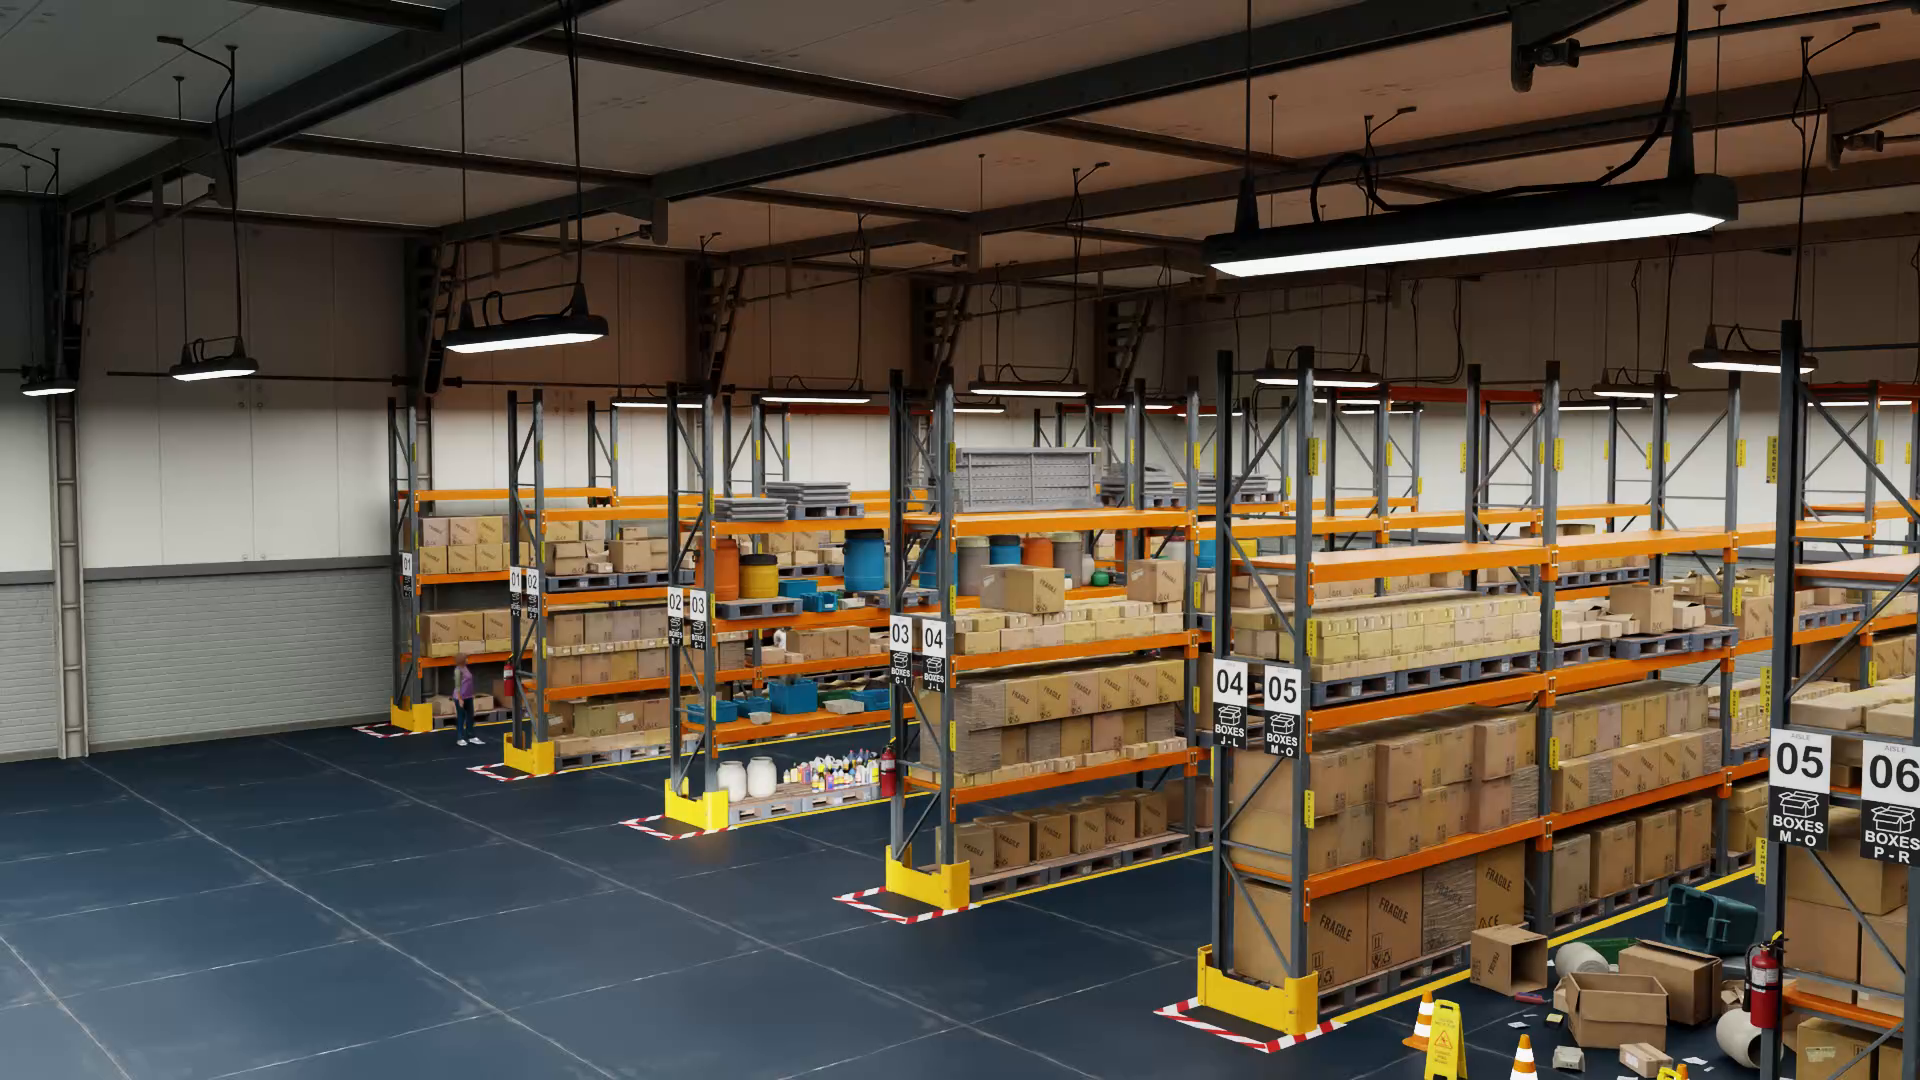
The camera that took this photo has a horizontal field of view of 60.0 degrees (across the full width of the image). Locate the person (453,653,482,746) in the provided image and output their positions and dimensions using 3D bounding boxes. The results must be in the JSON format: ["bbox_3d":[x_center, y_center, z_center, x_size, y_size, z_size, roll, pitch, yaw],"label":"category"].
[{"bbox_3d":[-8.459,2.715,28.450,0.397,1.601,0.479,1,4,22],"label":"person"}]

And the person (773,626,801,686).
[{"bbox_3d":[-3.424,2.368,33.045,0.611,1.781,0.485,-2,4,-25],"label":"person"}]
